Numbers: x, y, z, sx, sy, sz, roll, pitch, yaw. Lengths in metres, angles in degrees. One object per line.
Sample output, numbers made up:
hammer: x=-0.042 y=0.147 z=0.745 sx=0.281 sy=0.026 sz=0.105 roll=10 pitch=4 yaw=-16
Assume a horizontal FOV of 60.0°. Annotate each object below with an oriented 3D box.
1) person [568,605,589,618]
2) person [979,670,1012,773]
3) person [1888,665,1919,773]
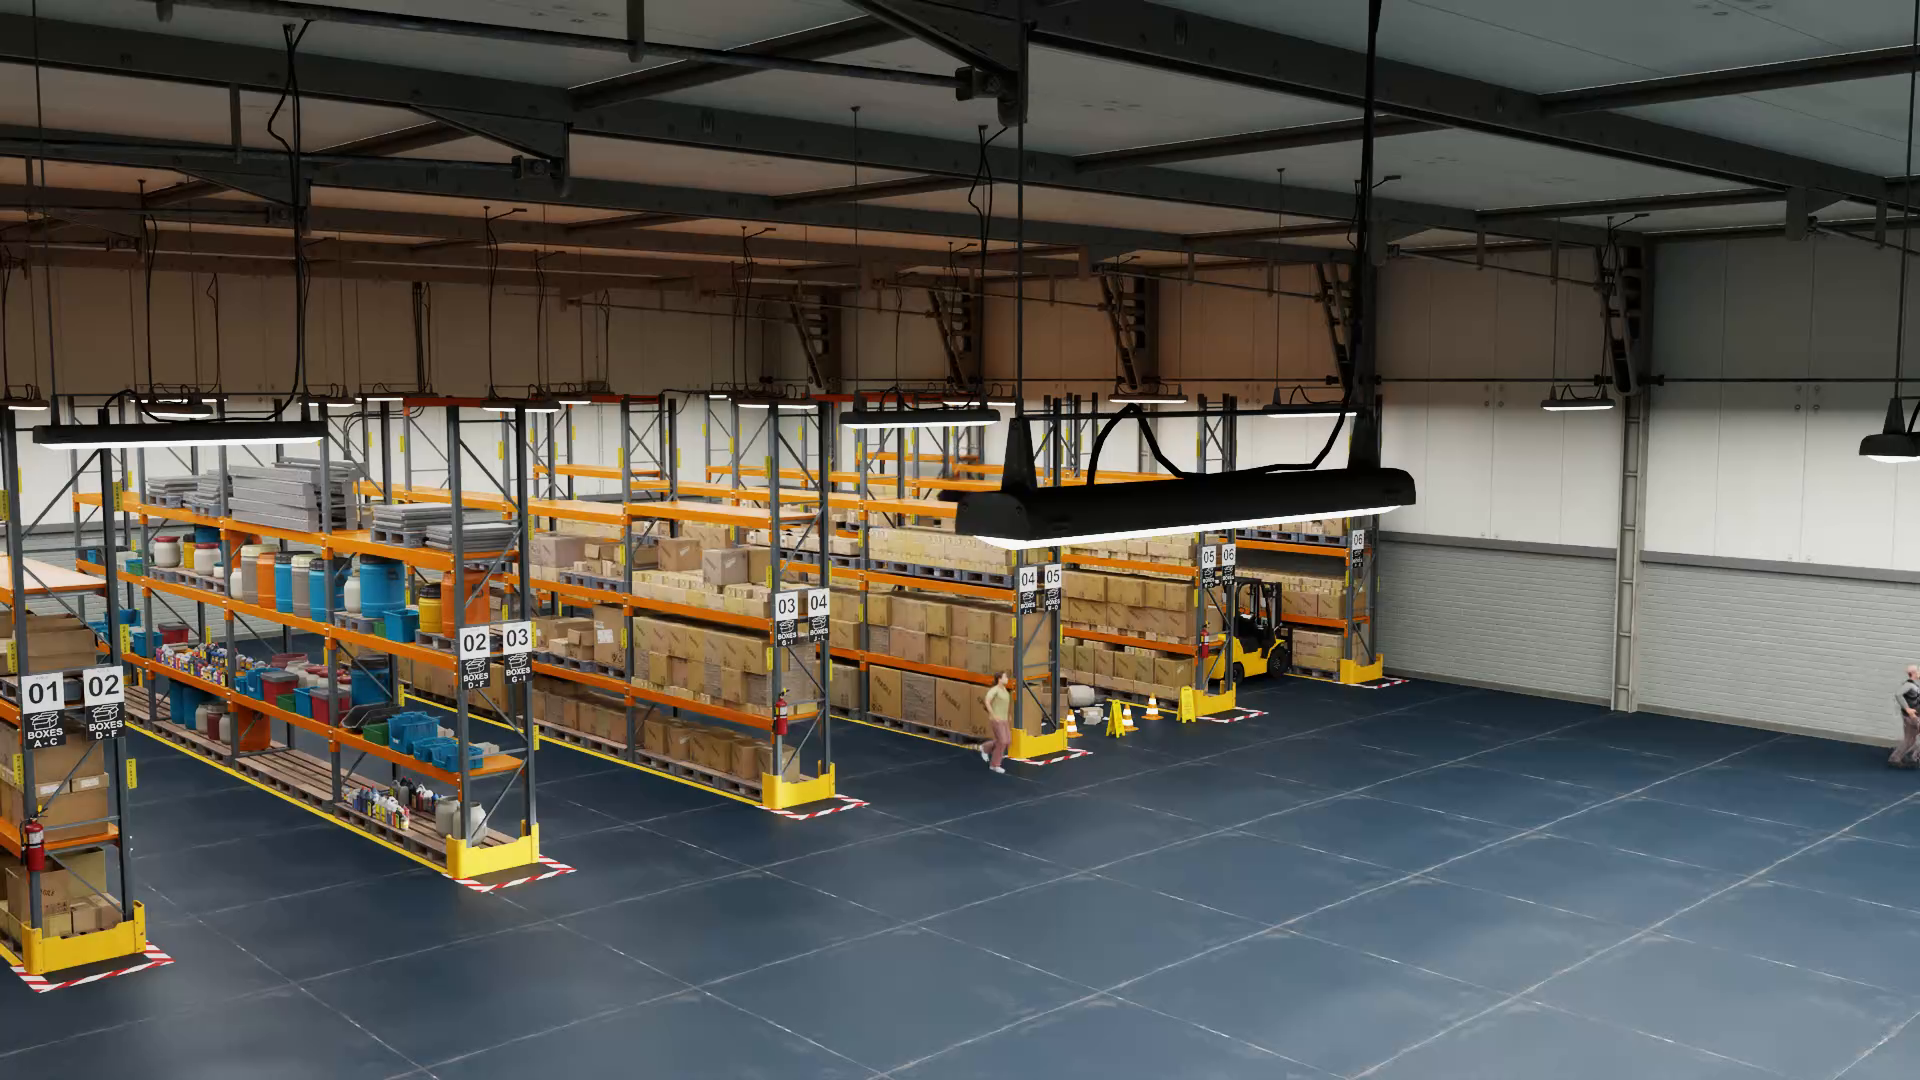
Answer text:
person: x=-9.581 y=1.512 z=41.655 sx=0.756 sy=1.648 sz=0.586 roll=-5 pitch=7 yaw=-41
person: x=0.588 y=2.926 z=27.081 sx=0.566 sy=1.625 sz=0.621 roll=3 pitch=6 yaw=30
person: x=15.434 y=2.896 z=26.915 sx=0.668 sy=1.742 sz=0.649 roll=2 pitch=6 yaw=23
